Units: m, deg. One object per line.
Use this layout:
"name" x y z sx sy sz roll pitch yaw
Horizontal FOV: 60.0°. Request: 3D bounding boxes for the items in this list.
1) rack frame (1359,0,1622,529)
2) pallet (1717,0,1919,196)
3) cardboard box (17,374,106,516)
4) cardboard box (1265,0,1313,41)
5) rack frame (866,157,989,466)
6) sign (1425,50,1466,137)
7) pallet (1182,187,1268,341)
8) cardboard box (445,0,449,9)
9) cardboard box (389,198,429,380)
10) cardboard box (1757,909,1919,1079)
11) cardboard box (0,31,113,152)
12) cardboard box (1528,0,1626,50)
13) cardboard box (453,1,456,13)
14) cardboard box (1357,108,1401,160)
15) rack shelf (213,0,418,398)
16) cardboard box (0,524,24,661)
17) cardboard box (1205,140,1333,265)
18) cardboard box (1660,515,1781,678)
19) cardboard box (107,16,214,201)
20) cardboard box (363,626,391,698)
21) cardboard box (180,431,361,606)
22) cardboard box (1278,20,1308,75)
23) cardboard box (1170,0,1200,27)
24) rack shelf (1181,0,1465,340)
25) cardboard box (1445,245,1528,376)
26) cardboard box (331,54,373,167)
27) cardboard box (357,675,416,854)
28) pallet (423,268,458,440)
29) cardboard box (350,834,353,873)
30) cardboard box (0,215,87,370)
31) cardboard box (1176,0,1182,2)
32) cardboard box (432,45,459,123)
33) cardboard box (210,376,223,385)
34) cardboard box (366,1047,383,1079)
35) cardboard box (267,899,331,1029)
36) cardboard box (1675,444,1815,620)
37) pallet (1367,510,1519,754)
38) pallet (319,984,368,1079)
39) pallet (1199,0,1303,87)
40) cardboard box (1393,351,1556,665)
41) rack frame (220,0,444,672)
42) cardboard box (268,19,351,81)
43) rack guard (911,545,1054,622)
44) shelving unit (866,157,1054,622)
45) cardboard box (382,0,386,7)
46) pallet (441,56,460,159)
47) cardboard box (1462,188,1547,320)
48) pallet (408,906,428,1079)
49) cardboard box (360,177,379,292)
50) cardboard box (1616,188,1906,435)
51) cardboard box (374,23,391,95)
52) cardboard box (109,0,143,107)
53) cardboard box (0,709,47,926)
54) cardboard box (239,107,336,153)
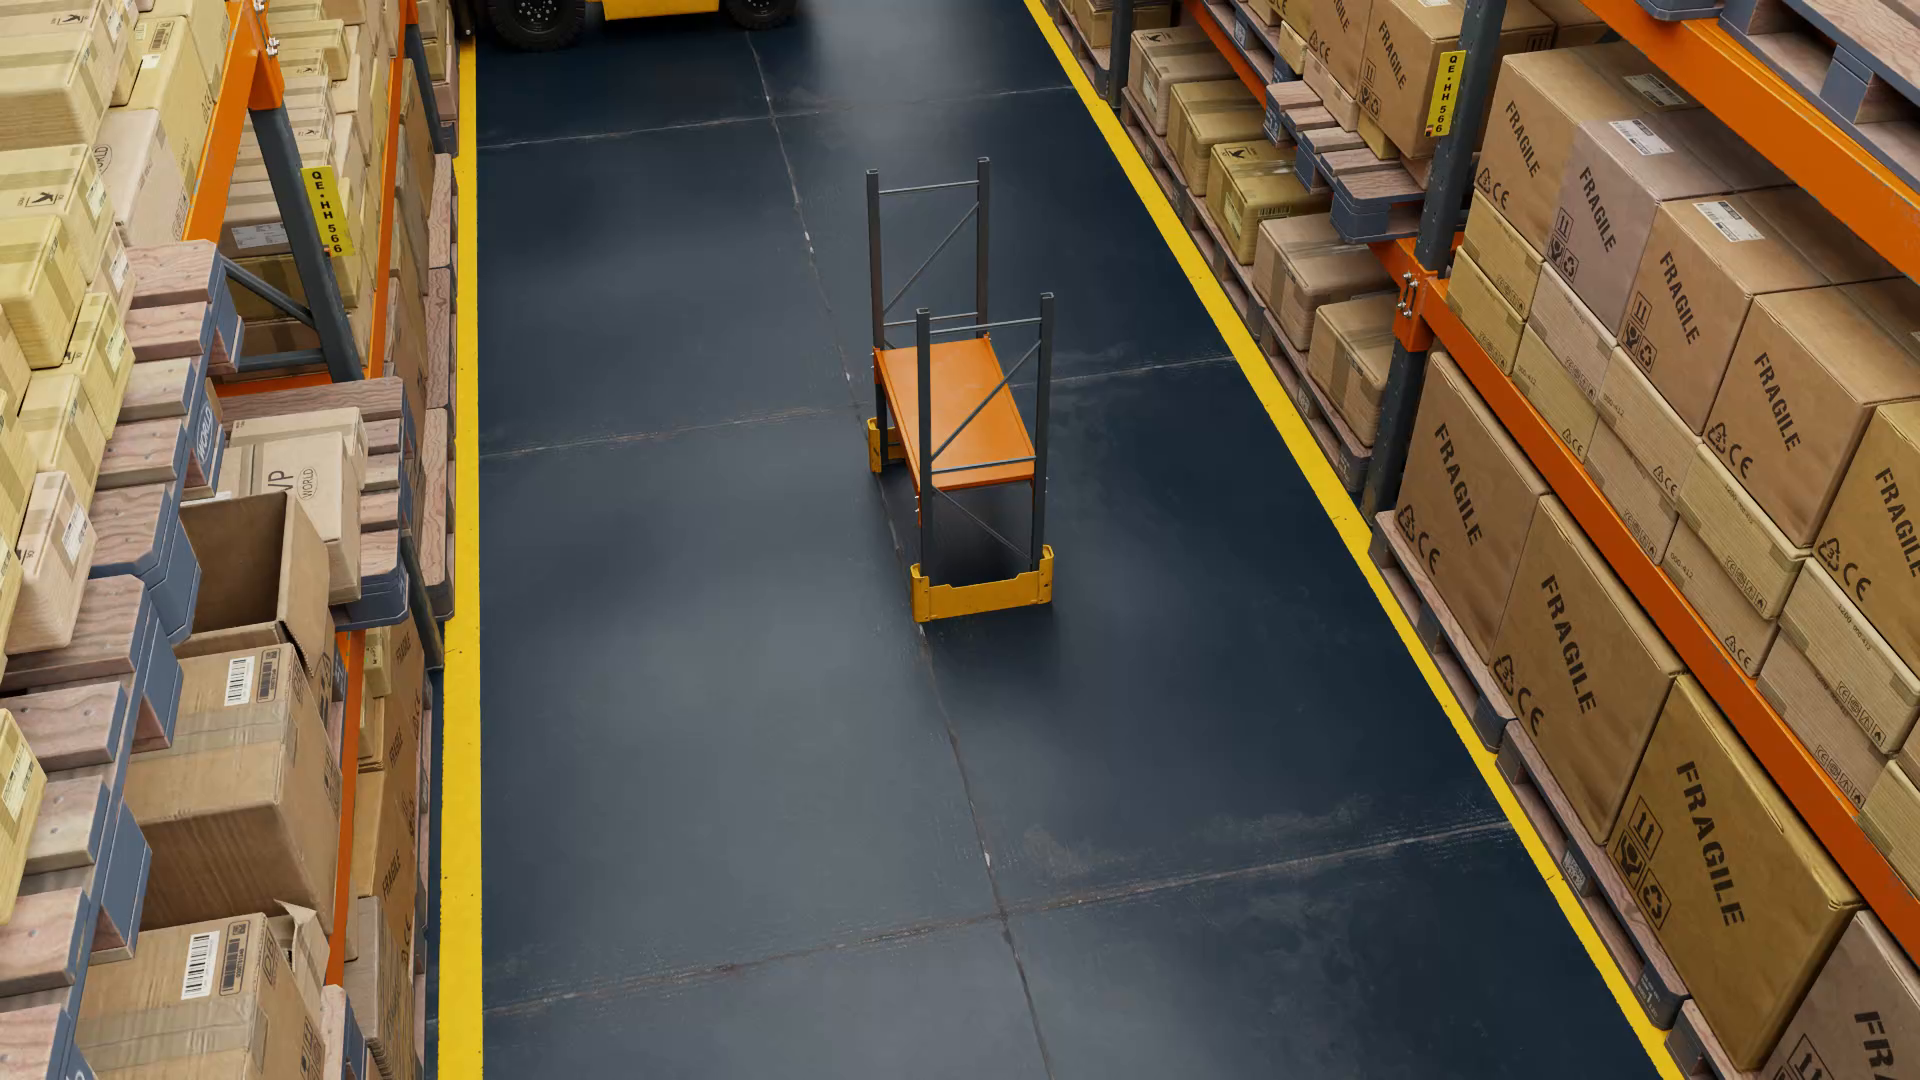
"rack frame" 2.276 -1.284 6.436 1.000 3.000 0.127 -8 42 -9
"pallet" 2.712 -1.201 4.226 1.003 0.211 1.213 -7 42 -7
"cardboard box" -1.605 -0.112 2.655 0.380 0.149 0.250 -9 42 -10
"cardboard box" 1.674 -2.505 7.196 0.500 0.500 0.500 -11 43 -12
"rack frame" -0.128 -0.946 7.186 0.500 1.500 0.032 -8 42 -9
"sign" 1.749 -1.603 5.984 0.100 0.325 0.005 -8 42 -9
"pallet" 1.849 -1.537 8.822 1.003 0.211 1.213 -8 42 -9
"cardboard box" -3.444 -3.490 10.300 0.500 0.250 0.500 -9 42 -10
"cardboard box" -2.985 -1.104 7.707 0.875 0.625 0.625 -10 43 -11
"cardboard box" 2.928 1.556 4.521 0.875 0.875 0.875 -7 42 -8
"cardboard box" -1.926 -0.874 3.305 0.380 0.149 0.250 -8 42 -9
"cardboard box" 2.405 -1.914 6.531 0.500 0.500 0.500 -9 42 -10
"cardboard box" -3.555 -3.642 10.849 0.500 0.250 0.500 -7 42 -8
"cardboard box" 1.847 -1.689 6.766 0.380 0.149 0.250 -8 42 -9
"rack shelf" -3.001 -1.597 7.332 1.077 0.370 4.000 -8 42 -9
"cardboard box" -1.483 0.100 2.192 0.380 0.149 0.250 -9 42 -10
"cardboard box" 1.839 -1.795 8.676 0.950 0.372 0.625 -7 42 -8
"cardboard box" 2.482 0.116 4.972 0.500 0.250 0.500 -8 42 -9
"cardboard box" -2.112 -1.012 3.984 0.500 0.250 0.500 -8 42 -9
"cardboard box" -2.126 0.422 5.594 0.380 0.149 0.250 -10 43 -12
"cardboard box" -2.026 -0.033 4.825 0.500 0.250 0.500 -10 43 -11
"cardboard box" 1.630 -2.186 7.327 0.380 0.149 0.250 -8 42 -9
"cardboard box" 1.549 -3.426 10.605 0.500 0.250 0.500 -10 43 -11
"rack shelf" 1.845 -2.311 8.136 1.077 0.370 4.000 -8 42 -9
"cardboard box" 2.136 -0.874 6.088 0.500 0.250 0.500 -9 42 -10
"cardboard box" -2.629 -1.690 6.631 0.500 0.250 0.500 -9 42 -10
"cardboard box" -2.170 0.777 5.682 0.500 0.500 0.500 -9 42 -10
"pallet" -2.969 -0.856 8.055 1.003 0.211 1.213 -8 42 -9
"cardboard box" -2.046 0.938 5.012 0.380 0.149 0.250 -9 42 -10
"cardboard box" -1.687 -0.392 2.747 0.380 0.149 0.250 -8 42 -9
"cardboard box" 1.549 -3.707 10.356 0.500 0.500 0.500 -6 42 -7
"cardboard box" -3.214 -2.652 9.734 0.500 0.250 0.500 -8 42 -9
"cardboard box" -2.916 -0.769 5.969 0.500 0.250 0.500 -9 42 -10
"cardboard box" -1.819 1.787 4.544 0.500 0.500 0.500 -10 42 -11
"cardboard box" -1.631 0.961 3.693 0.396 0.266 0.258 -6 42 -7
"cardboard box" 2.447 -0.060 4.794 0.500 0.250 0.500 -8 42 -9
"pallet" 2.373 0.281 6.774 1.003 0.211 1.213 -8 42 -9
"pallet" -1.772 1.561 3.376 1.003 0.211 1.213 -8 42 -9
"pallet" 1.809 -2.489 7.939 1.003 0.211 1.213 -8 42 -9
"cardboard box" 2.344 -0.186 6.485 0.875 0.875 0.875 -9 42 -10
"rack frame" -2.569 -0.570 5.633 1.000 3.000 0.127 -8 42 -9
"cardboard box" -2.639 -1.934 6.605 0.380 0.149 0.250 -8 42 -8
"rack guard" 0.091 0.180 6.859 0.587 0.250 0.087 -8 42 -9
"shelving unit" -0.016 -0.610 6.808 0.587 1.500 1.083 -8 42 -9
"cardboard box" -2.959 -2.680 7.745 0.500 0.250 0.500 -9 42 -10
"pallet" -3.564 -2.641 10.067 1.003 0.211 1.213 -8 42 -9
"cardboard box" 2.145 -1.051 5.910 0.500 0.250 0.500 -9 42 -10
"pallet" -2.185 1.752 5.118 1.003 0.211 1.213 -8 42 -9
"cardboard box" -2.530 -1.163 6.414 0.500 0.250 0.500 -9 42 -10
"cardboard box" 2.357 -0.682 4.931 0.500 0.500 0.500 -7 42 -8
"cardboard box" -2.877 -2.166 7.544 0.500 0.250 0.500 -8 42 -9
"cardboard box" -2.093 -1.090 3.771 0.380 0.149 0.250 -8 42 -9
"cardboard box" -1.404 0.377 2.104 0.380 0.149 0.250 -8 42 -9
"cardboard box" -2.490 -1.434 6.043 0.380 0.149 0.250 -7 42 -8
